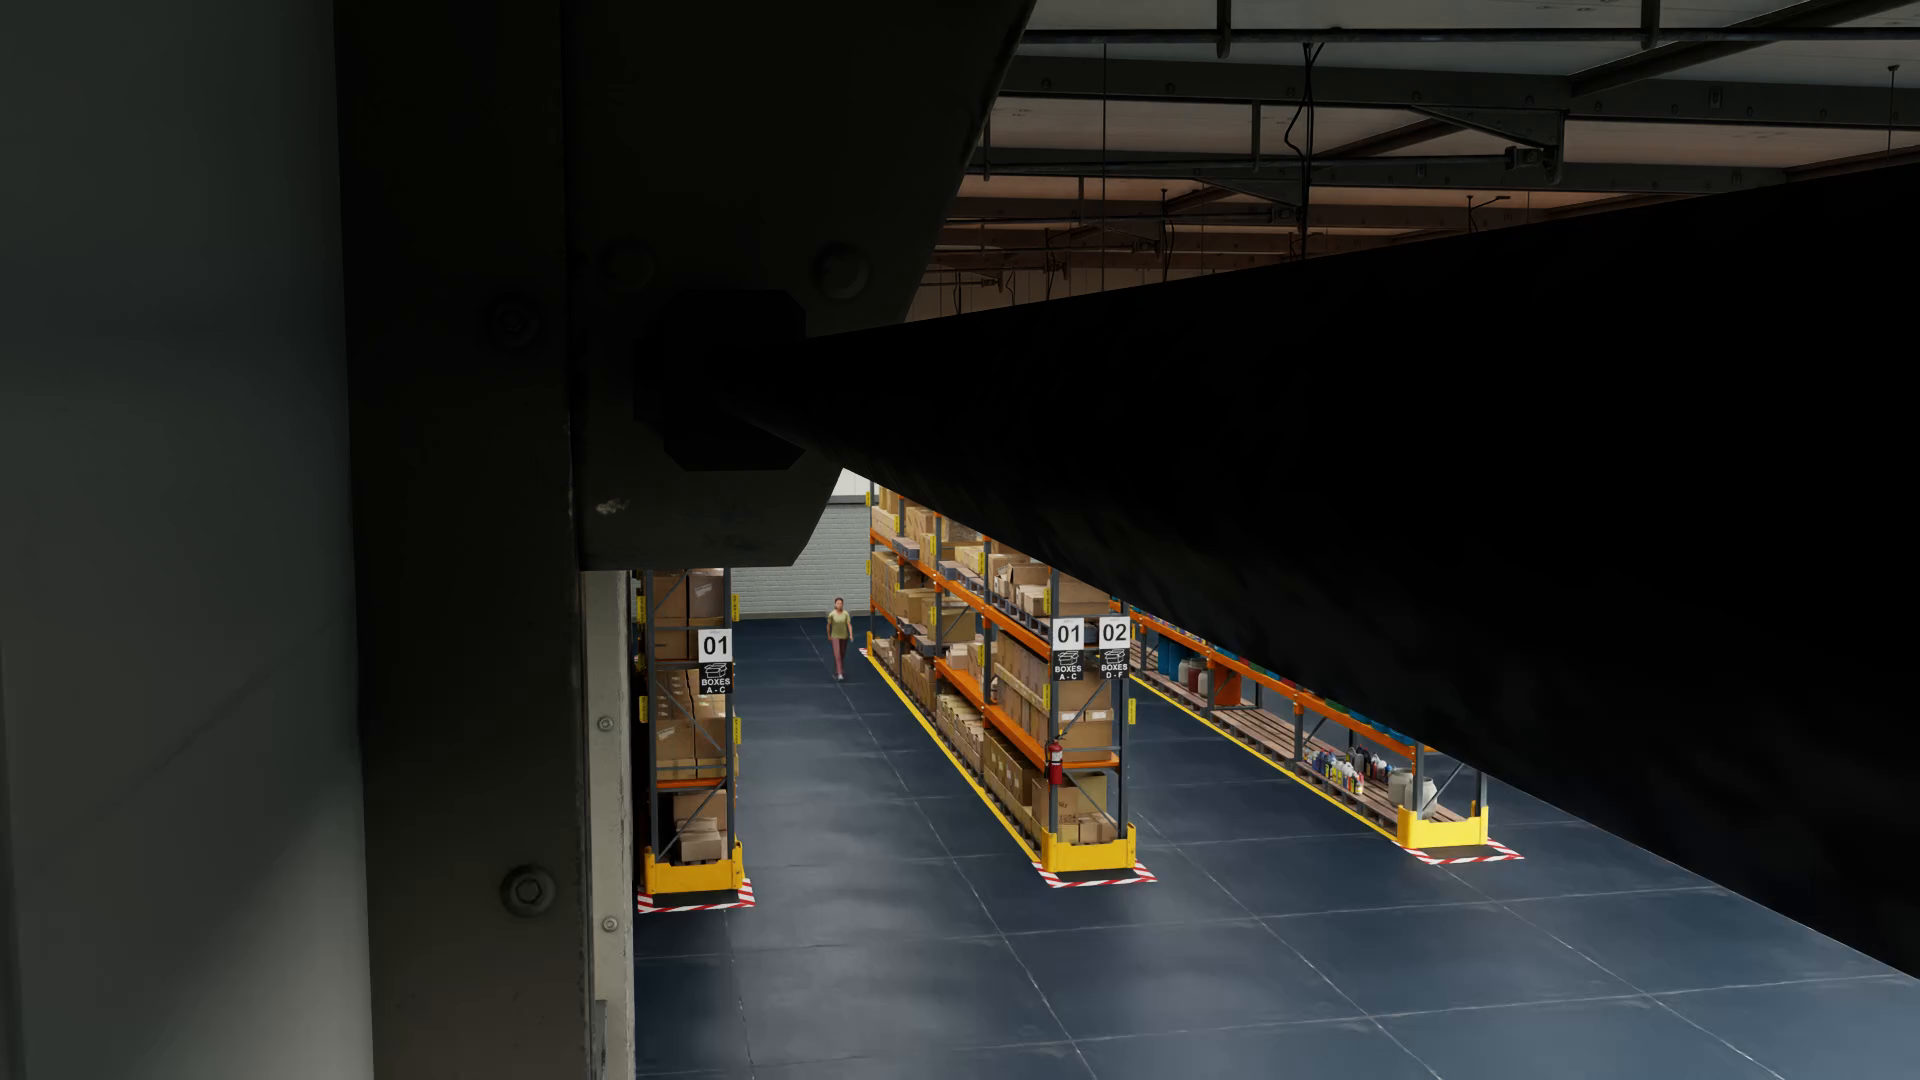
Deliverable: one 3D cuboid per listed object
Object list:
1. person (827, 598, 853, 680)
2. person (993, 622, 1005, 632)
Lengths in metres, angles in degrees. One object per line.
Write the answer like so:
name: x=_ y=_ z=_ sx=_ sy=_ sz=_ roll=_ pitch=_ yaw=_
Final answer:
person: x=-2.439 y=1.982 z=33.819 sx=0.489 sy=1.610 sz=1.058 roll=-1 pitch=6 yaw=-14
person: x=0.819 y=1.622 z=36.848 sx=0.599 sy=1.710 sz=1.099 roll=-1 pitch=6 yaw=-14
